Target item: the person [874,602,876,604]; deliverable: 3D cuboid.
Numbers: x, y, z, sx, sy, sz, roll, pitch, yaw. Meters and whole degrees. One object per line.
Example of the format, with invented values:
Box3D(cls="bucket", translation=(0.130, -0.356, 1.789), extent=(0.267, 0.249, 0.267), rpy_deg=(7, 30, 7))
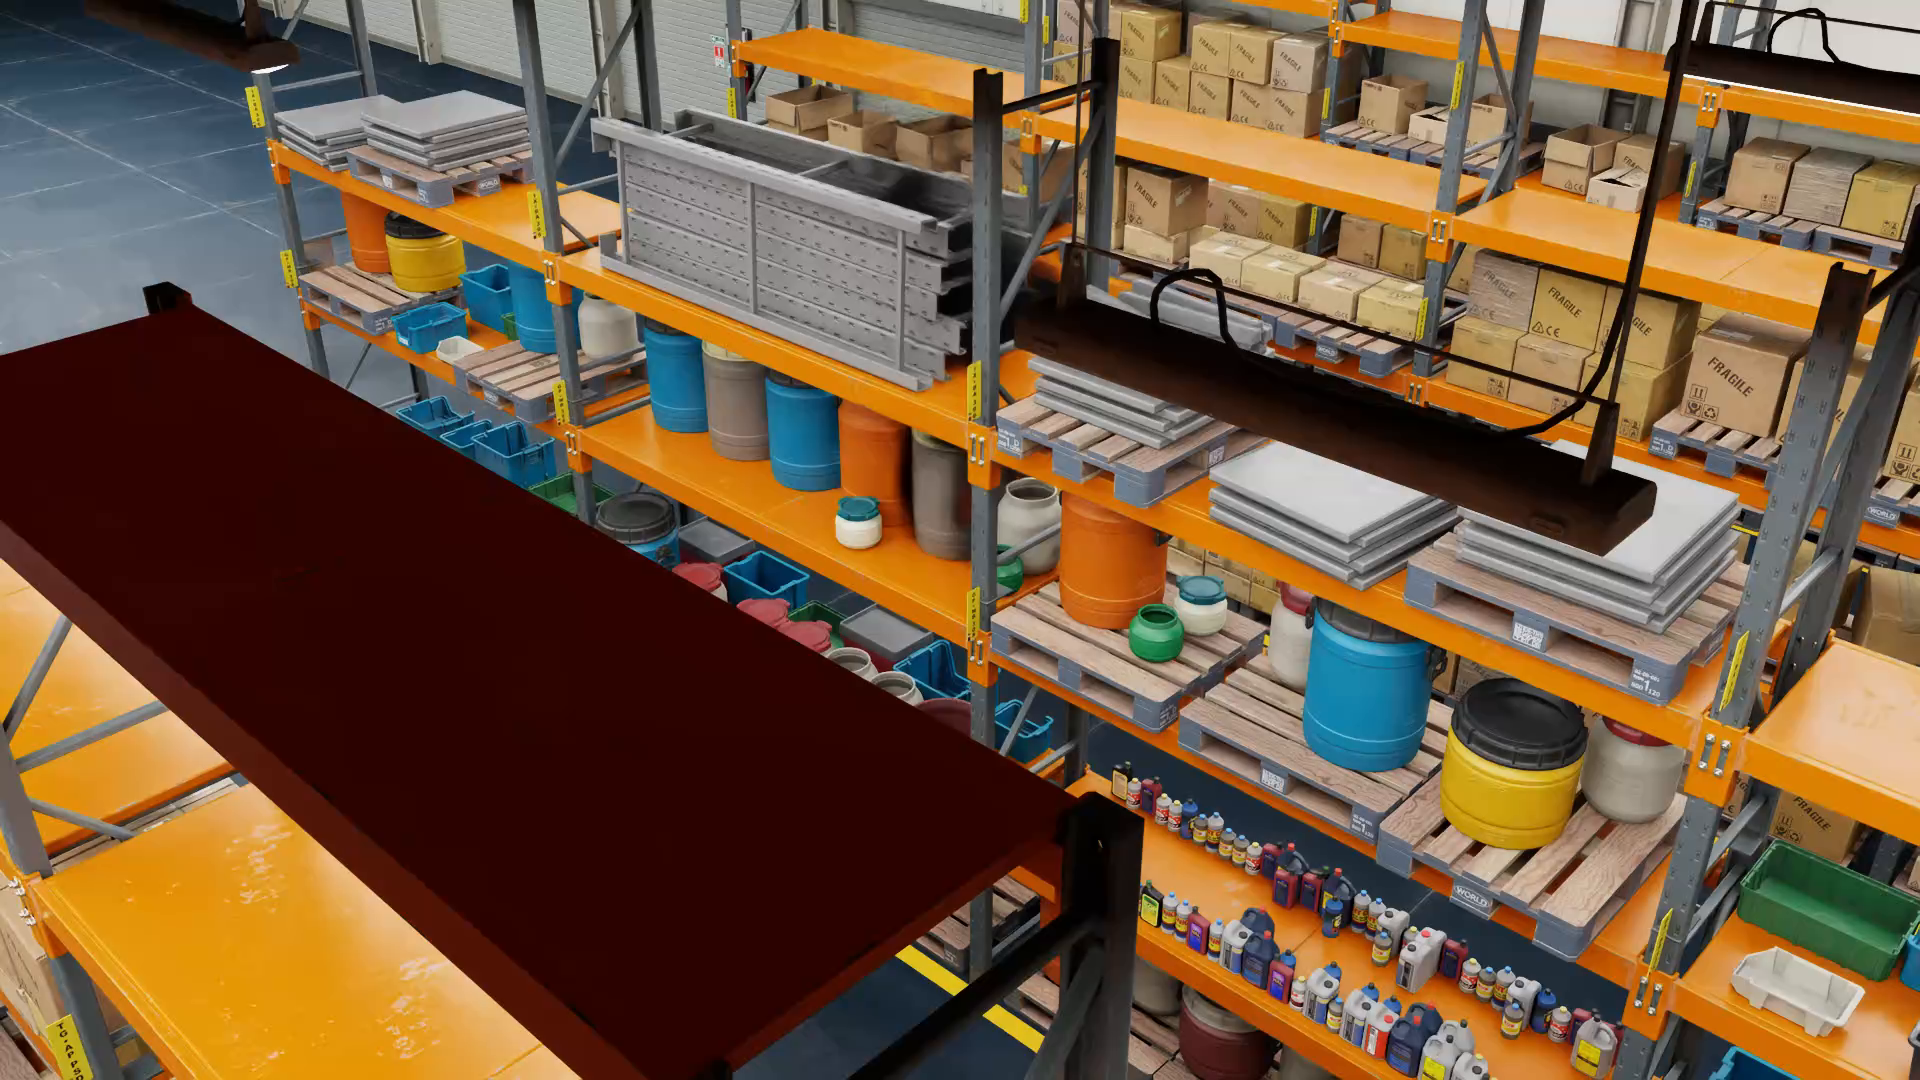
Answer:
Box3D(cls="person", translation=(-0.550, 0.054, 13.919), extent=(0.651, 1.640, 0.608), rpy_deg=(14, 32, 23))
